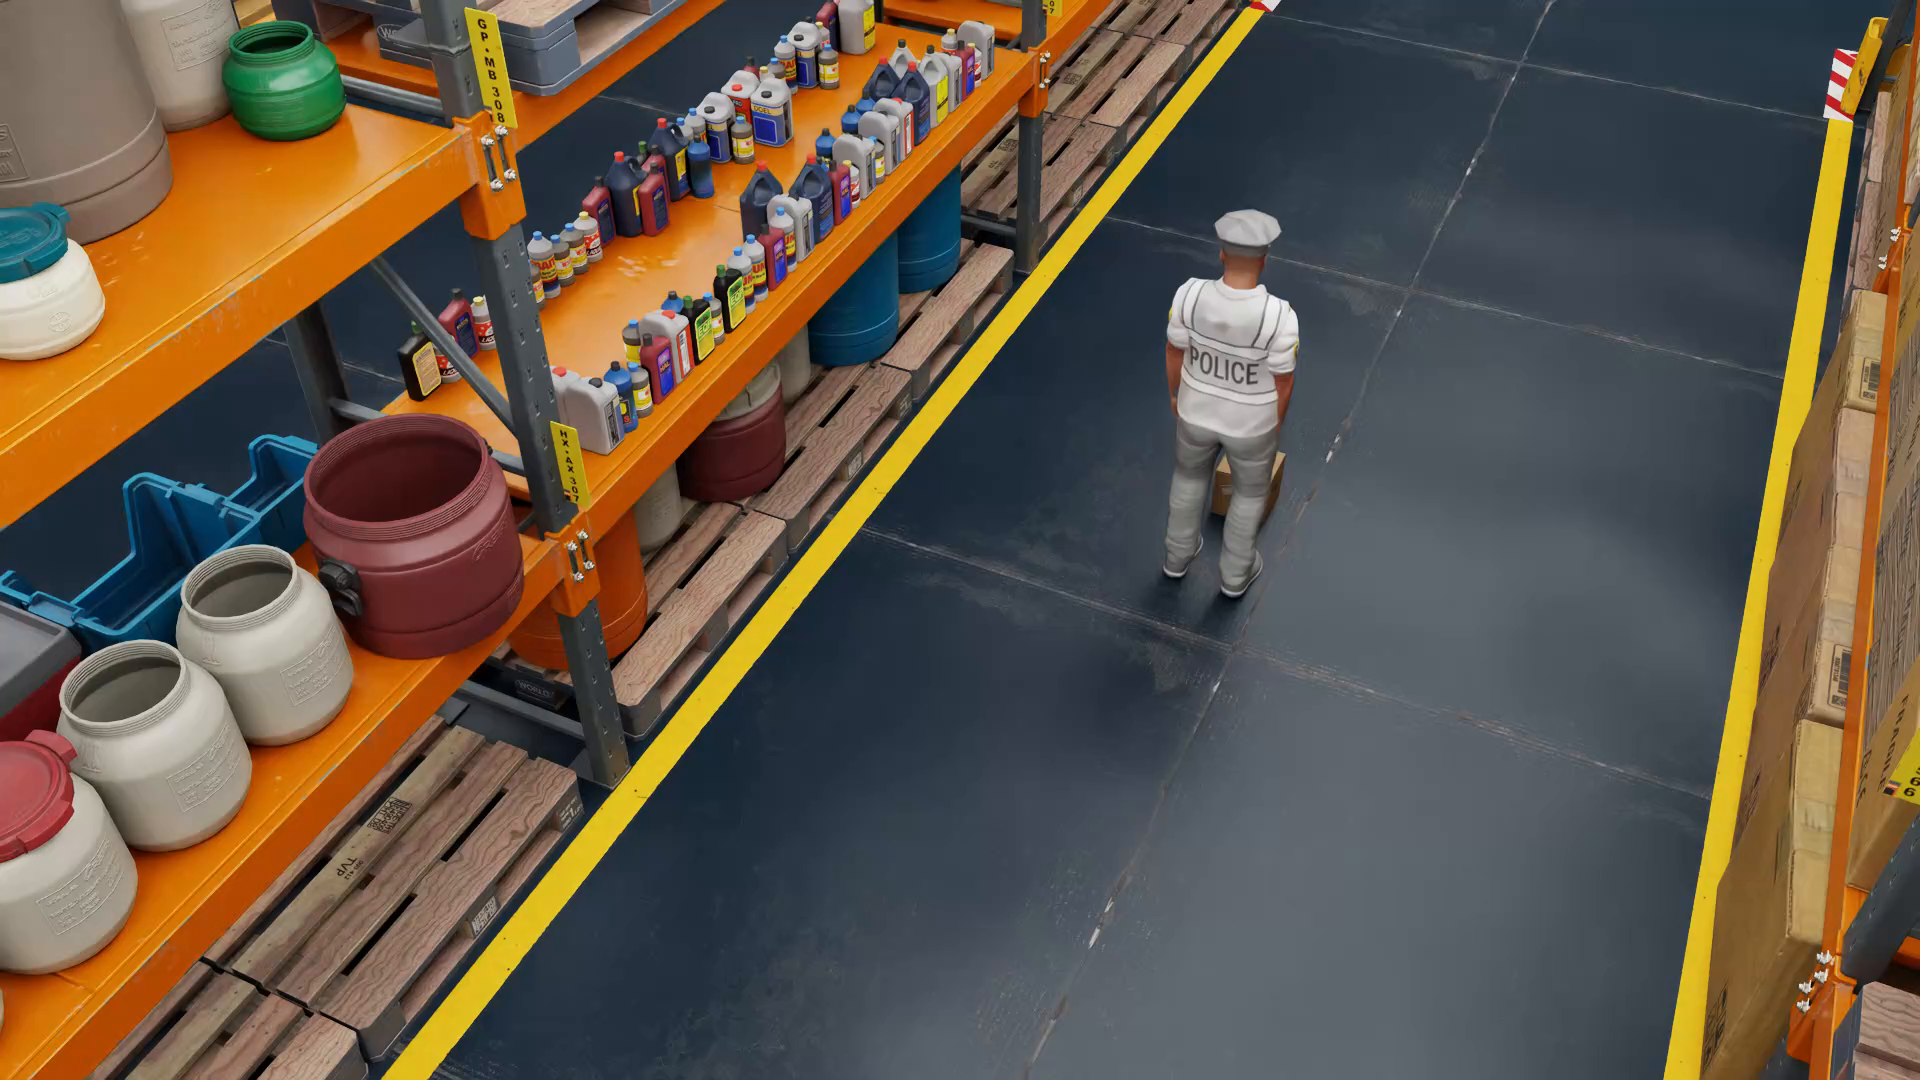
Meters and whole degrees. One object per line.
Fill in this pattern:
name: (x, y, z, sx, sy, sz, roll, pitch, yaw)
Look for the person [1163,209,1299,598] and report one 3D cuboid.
person: (1.078, -0.527, 6.762, 0.530, 1.745, 0.391, 18, 45, 19)
